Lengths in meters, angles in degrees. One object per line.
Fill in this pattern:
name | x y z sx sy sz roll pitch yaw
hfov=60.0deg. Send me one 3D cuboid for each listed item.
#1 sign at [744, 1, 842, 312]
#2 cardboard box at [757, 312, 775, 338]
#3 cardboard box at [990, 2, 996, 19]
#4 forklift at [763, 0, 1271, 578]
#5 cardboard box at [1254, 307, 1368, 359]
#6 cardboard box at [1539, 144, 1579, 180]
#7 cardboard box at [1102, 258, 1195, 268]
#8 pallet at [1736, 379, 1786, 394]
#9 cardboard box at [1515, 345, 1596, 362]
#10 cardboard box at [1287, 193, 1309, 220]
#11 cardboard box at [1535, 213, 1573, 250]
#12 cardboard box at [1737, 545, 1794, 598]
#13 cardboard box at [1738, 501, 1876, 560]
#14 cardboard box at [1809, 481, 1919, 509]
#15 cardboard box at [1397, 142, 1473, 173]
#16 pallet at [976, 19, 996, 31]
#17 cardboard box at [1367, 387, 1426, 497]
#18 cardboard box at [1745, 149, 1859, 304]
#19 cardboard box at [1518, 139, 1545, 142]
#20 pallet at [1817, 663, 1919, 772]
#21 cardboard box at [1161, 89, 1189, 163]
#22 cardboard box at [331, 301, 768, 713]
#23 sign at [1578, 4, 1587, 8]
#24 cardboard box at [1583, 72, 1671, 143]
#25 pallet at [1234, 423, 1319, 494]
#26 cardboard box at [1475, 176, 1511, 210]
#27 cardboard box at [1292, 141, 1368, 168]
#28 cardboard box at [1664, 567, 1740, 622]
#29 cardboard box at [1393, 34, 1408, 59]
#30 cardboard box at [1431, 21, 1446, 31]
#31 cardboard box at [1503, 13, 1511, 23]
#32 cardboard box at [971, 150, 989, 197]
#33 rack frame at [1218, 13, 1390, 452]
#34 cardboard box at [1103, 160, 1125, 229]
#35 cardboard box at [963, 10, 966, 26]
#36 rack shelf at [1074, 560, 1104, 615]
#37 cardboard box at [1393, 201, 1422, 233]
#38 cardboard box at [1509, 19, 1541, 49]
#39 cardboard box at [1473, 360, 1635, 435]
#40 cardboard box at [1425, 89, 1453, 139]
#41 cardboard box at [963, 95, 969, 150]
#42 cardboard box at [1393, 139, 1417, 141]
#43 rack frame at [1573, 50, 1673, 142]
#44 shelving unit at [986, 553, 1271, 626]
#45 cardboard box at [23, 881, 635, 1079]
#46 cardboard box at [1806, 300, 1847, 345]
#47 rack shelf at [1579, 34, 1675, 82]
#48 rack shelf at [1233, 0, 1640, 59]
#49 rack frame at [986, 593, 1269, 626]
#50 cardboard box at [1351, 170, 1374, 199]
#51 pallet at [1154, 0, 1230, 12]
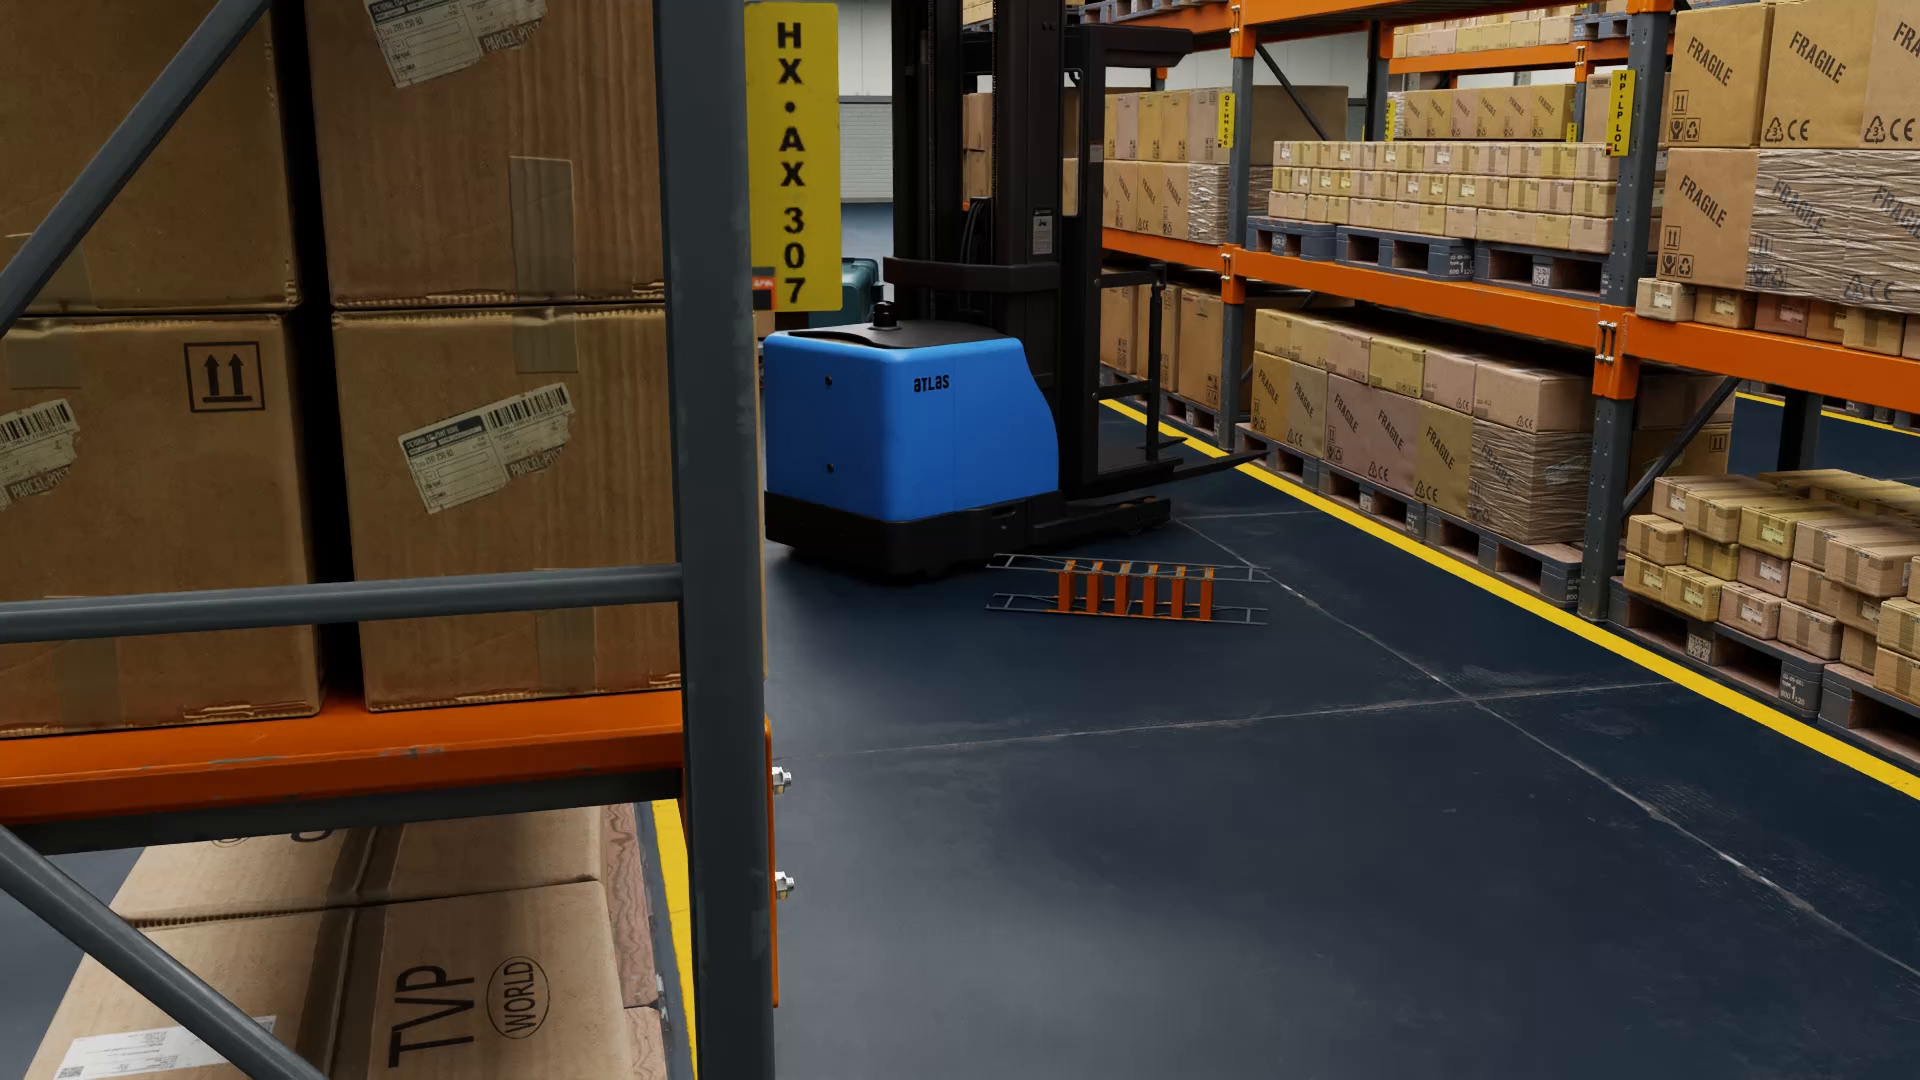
sign | -0.180 -0.411 1.797 0.100 0.325 0.005 -3 14 -13
cardboard box | -1.815 -1.950 13.761 0.500 0.500 0.500 -3 14 -13
cardboard box | 0.494 -4.996 15.668 0.380 0.149 0.250 -3 14 -13
forklift | 0.459 -1.526 8.499 3.031 2.935 1.130 -13 19 -42
cardboard box | 2.115 -1.248 10.019 0.500 0.250 0.500 -4 14 -16
cardboard box | 2.780 -1.659 7.288 0.380 0.149 0.250 -4 14 -15
cardboard box | 1.482 -1.963 13.996 1.050 0.750 0.750 -3 14 -13
pallet | 6.569 -1.427 13.822 1.003 0.211 1.213 -3 14 -13
cardboard box | 3.084 -0.806 8.208 0.500 0.250 0.500 -3 14 -12
cardboard box | 2.160 -1.973 9.825 0.380 0.149 0.250 -3 14 -10
cardboard box | 2.781 -1.367 7.345 0.380 0.149 0.250 -3 14 -13
cardboard box | 3.141 0.101 6.188 0.380 0.149 0.250 -3 14 -14
cardboard box | 3.122 -0.039 6.134 0.380 0.149 0.250 -3 14 -14
cardboard box | 3.563 -0.128 6.499 0.380 0.149 0.250 -3 14 -12
cardboard box | 2.474 -1.960 8.519 0.380 0.149 0.250 -3 14 -14
pallet | 0.784 -4.874 15.923 1.003 0.211 1.213 -3 14 -13
cardboard box | 2.473 -0.528 8.648 0.500 0.500 0.500 -4 14 -14
cardboard box | 3.123 -1.095 5.752 0.500 0.500 0.500 -3 14 -13
cardboard box | 5.965 -3.661 16.252 0.875 0.500 0.500 -3 14 -13
pallet | 3.610 0.645 5.341 1.003 0.211 1.213 -3 14 -13
cardboard box | 1.850 -2.940 11.824 0.700 0.500 0.500 -4 14 -14
cardboard box | -0.554 -0.098 2.295 0.500 0.500 0.500 -3 14 -14
sign | 5.569 -4.919 14.832 0.100 0.325 0.005 -3 14 -13
cardboard box | 6.145 -3.547 14.477 1.000 1.000 1.000 -3 14 -13
pallet | 2.371 -0.532 10.160 1.003 0.211 1.213 -3 14 -13
cardboard box | 2.656 -1.632 7.806 0.380 0.149 0.250 -4 14 -15
cardboard box | 2.175 -2.259 9.743 0.380 0.149 0.250 -4 14 -15
cardboard box | 2.964 0.200 6.410 0.380 0.149 0.250 -3 14 -12
cardboard box | 5.017 -5.424 18.305 0.500 0.250 0.500 -3 14 -12
cardboard box | 5.188 -5.428 17.478 0.380 0.149 0.250 -3 14 -13
cardboard box | 5.541 -5.125 16.241 0.380 0.149 0.250 -3 14 -11
cardboard box | 0.601 -3.640 16.692 0.875 0.550 0.550 -3 14 -13
rack frame | 2.189 -2.067 10.567 1.000 3.000 0.127 -3 14 -13
cardboard box | 1.345 -2.670 12.825 0.500 0.500 0.500 -3 14 -13
cardboard box | 0.198 -5.287 16.859 0.380 0.149 0.250 -3 14 -13
rack shelf | 0.561 0.200 7.190 0.103 0.180 0.258 3 14 10
cardboard box | 2.471 -1.669 8.581 0.380 0.149 0.250 -4 14 -15
cardboard box | 5.621 -4.839 15.909 0.500 0.250 0.500 -3 14 -12
cardboard box | 2.707 -0.656 7.594 0.500 0.250 0.500 -4 14 -15
cardboard box | 5.248 -4.471 17.464 0.500 0.500 0.500 -3 14 -13
cardboard box | 0.359 -4.422 17.616 0.875 0.550 0.550 -3 14 -13
cardboard box | 5.257 -4.230 18.585 0.875 0.500 0.500 -3 14 -13
rack frame | 6.094 -3.243 15.380 1.000 3.000 0.127 -3 14 -13
shelving unit | 0.723 0.209 7.160 1.200 0.189 0.258 3 14 10
cardboard box | -0.973 0.972 2.643 0.875 0.438 0.875 -4 14 -15
cardboard box | 3.181 -0.762 5.753 0.380 0.149 0.250 -4 14 -16
rack shelf | 6.564 -3.889 13.221 1.077 0.370 4.000 -3 14 -13
rack shelf | 2.658 -2.713 8.408 1.077 0.370 4.000 -3 14 -13
rack frame | 0.722 0.297 7.182 1.200 0.006 0.240 3 14 10
cardboard box | 2.356 -1.931 9.029 0.380 0.149 0.250 -3 14 -13
pallet | 1.986 -3.578 10.829 1.213 0.211 1.003 -3 14 -11
